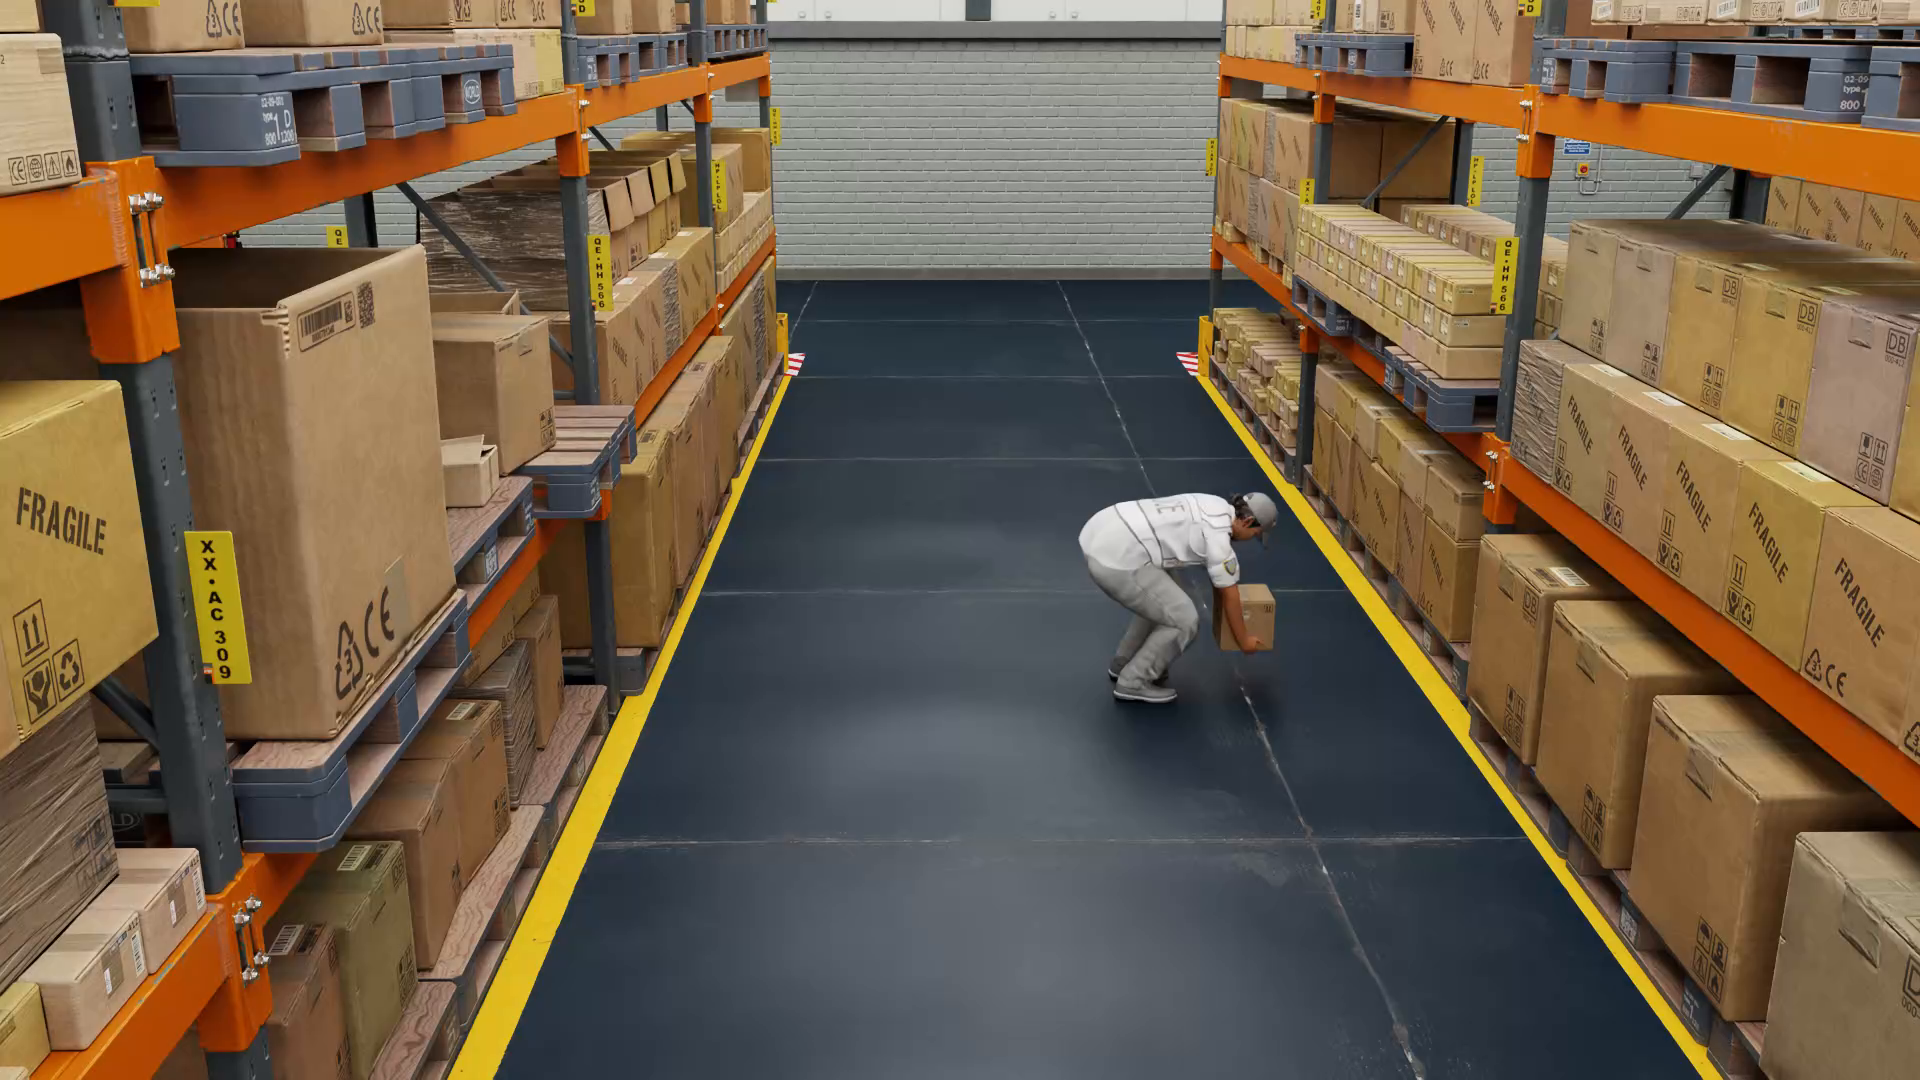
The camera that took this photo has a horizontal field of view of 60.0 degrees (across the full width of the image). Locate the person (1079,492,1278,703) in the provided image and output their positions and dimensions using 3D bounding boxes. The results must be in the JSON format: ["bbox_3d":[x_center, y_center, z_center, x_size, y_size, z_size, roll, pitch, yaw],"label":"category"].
[{"bbox_3d":[1.033,0.251,7.908,0.937,0.973,0.518,-1,17,-3],"label":"person"}]
